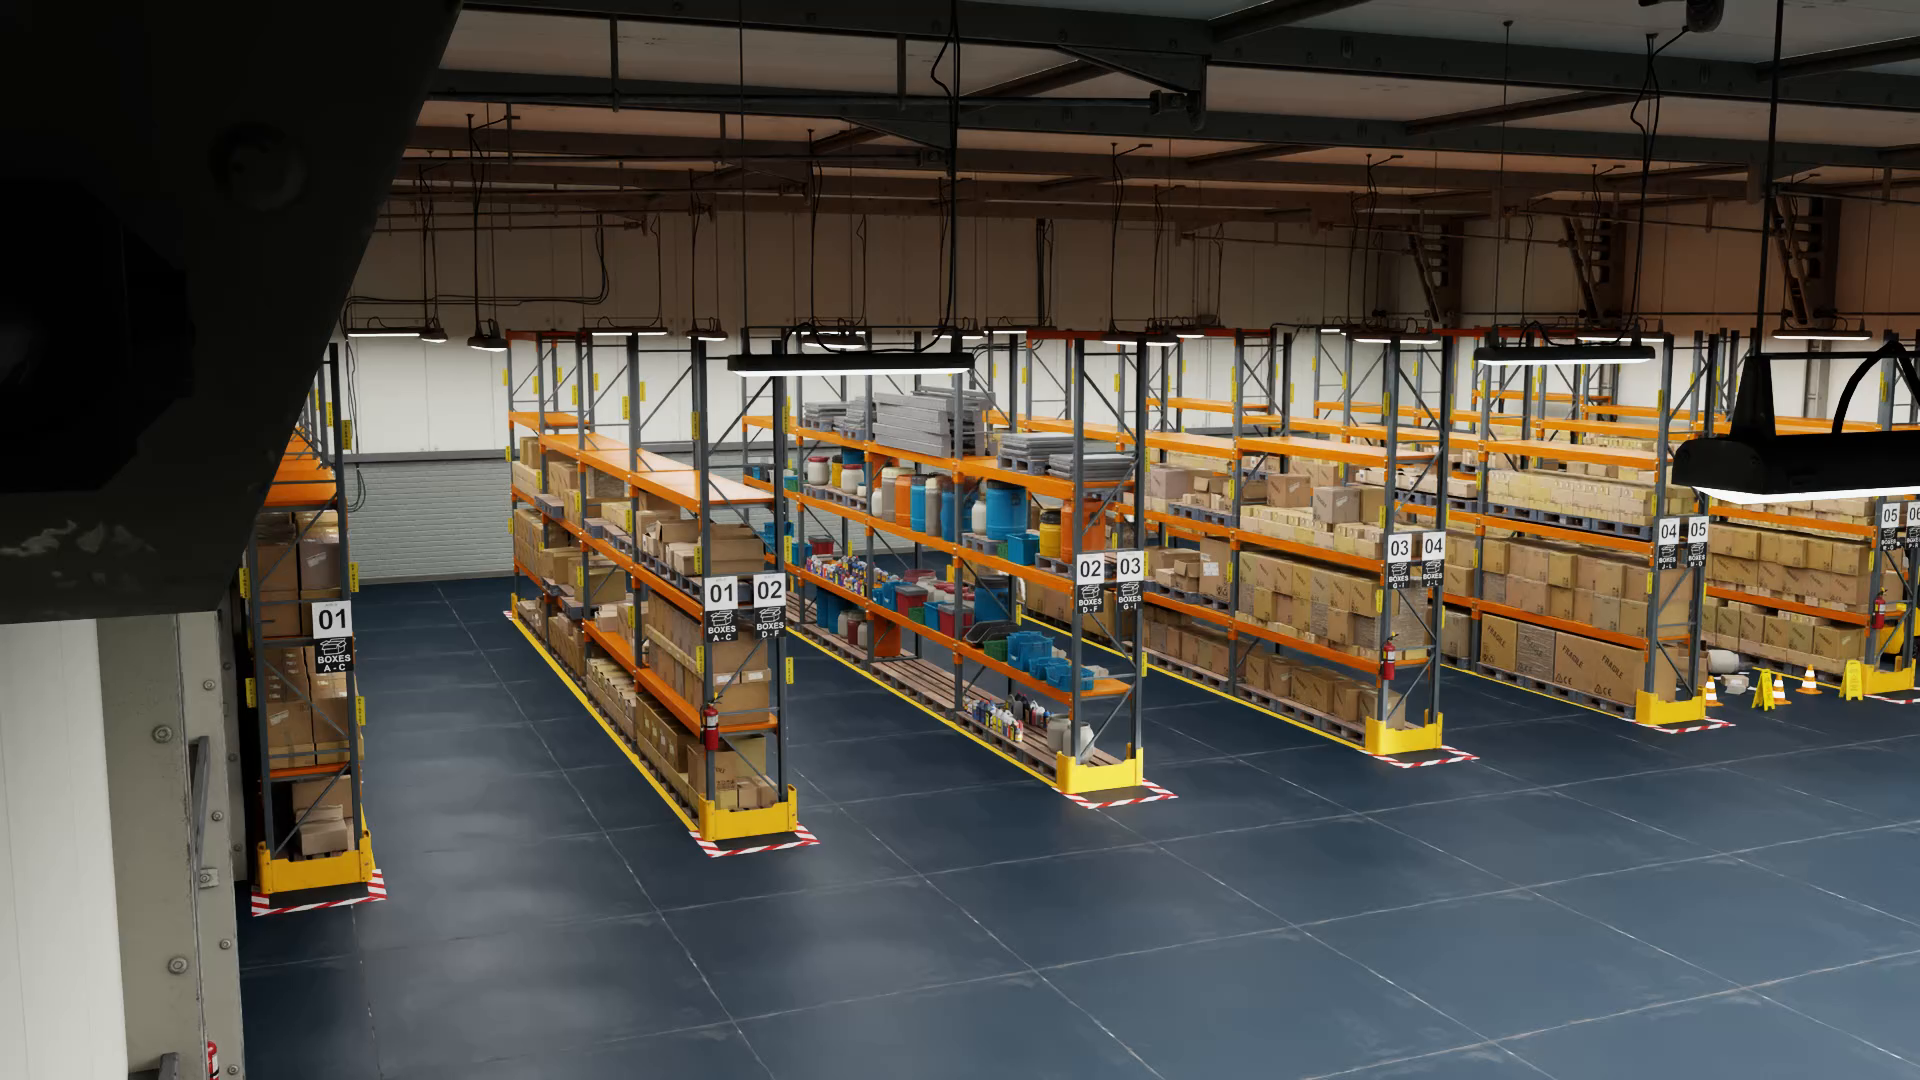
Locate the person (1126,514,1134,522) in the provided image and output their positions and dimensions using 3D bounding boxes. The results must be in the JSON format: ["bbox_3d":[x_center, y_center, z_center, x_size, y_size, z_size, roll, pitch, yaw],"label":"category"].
[{"bbox_3d":[4.345,-0.147,41.530,0.834,1.647,0.462,-5,10,-35],"label":"person"}]

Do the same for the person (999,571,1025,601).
[{"bbox_3d":[1.017,1.042,32.843,0.514,1.620,1.041,-3,8,-22],"label":"person"}]
